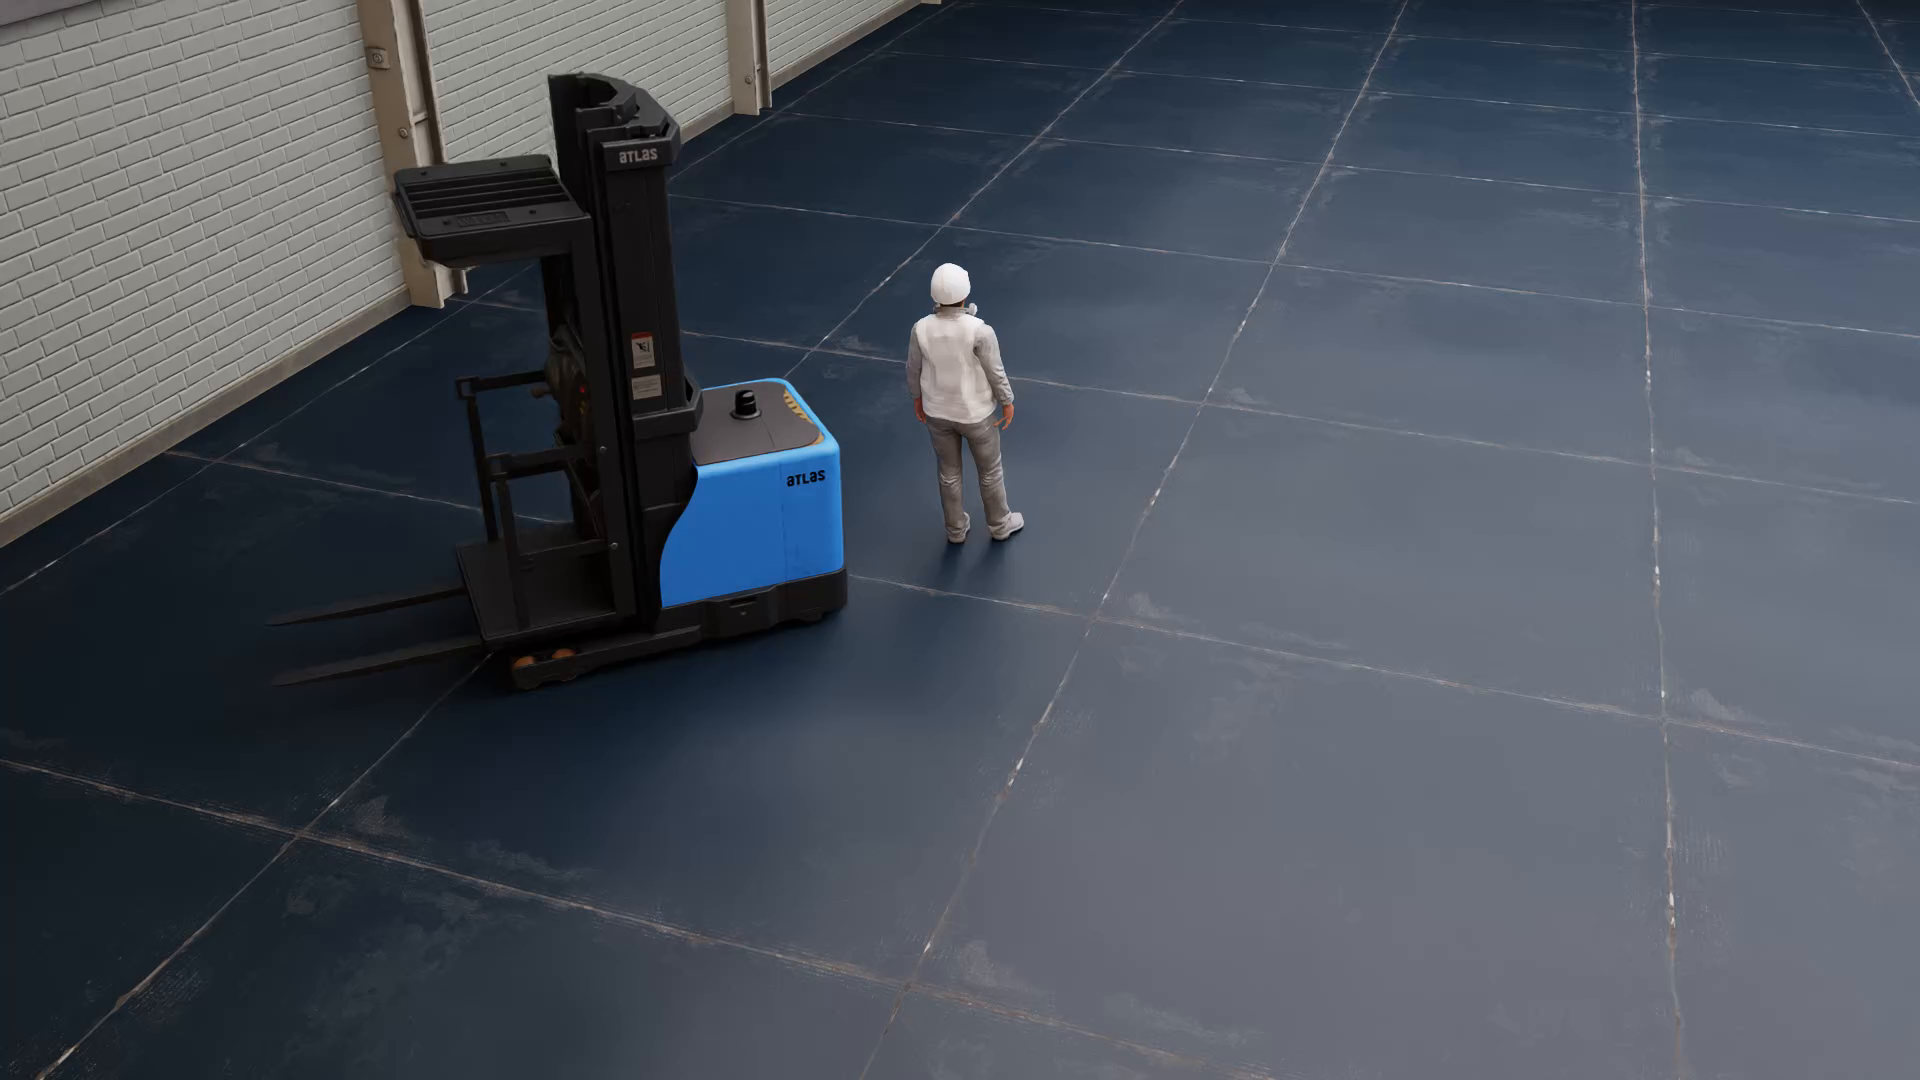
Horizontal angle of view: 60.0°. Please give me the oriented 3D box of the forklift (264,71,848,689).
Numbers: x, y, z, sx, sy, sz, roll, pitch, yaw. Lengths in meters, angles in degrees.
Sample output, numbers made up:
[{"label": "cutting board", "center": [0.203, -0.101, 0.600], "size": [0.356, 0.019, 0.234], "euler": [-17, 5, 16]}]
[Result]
[{"label": "forklift", "center": [-2.197, -0.789, 8.521], "size": [3.031, 2.935, 1.130], "euler": [-12, 32, -20]}]

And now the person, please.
[{"label": "person", "center": [0.027, -0.805, 9.703], "size": [0.633, 1.775, 0.566], "euler": [10, 31, 16]}]
